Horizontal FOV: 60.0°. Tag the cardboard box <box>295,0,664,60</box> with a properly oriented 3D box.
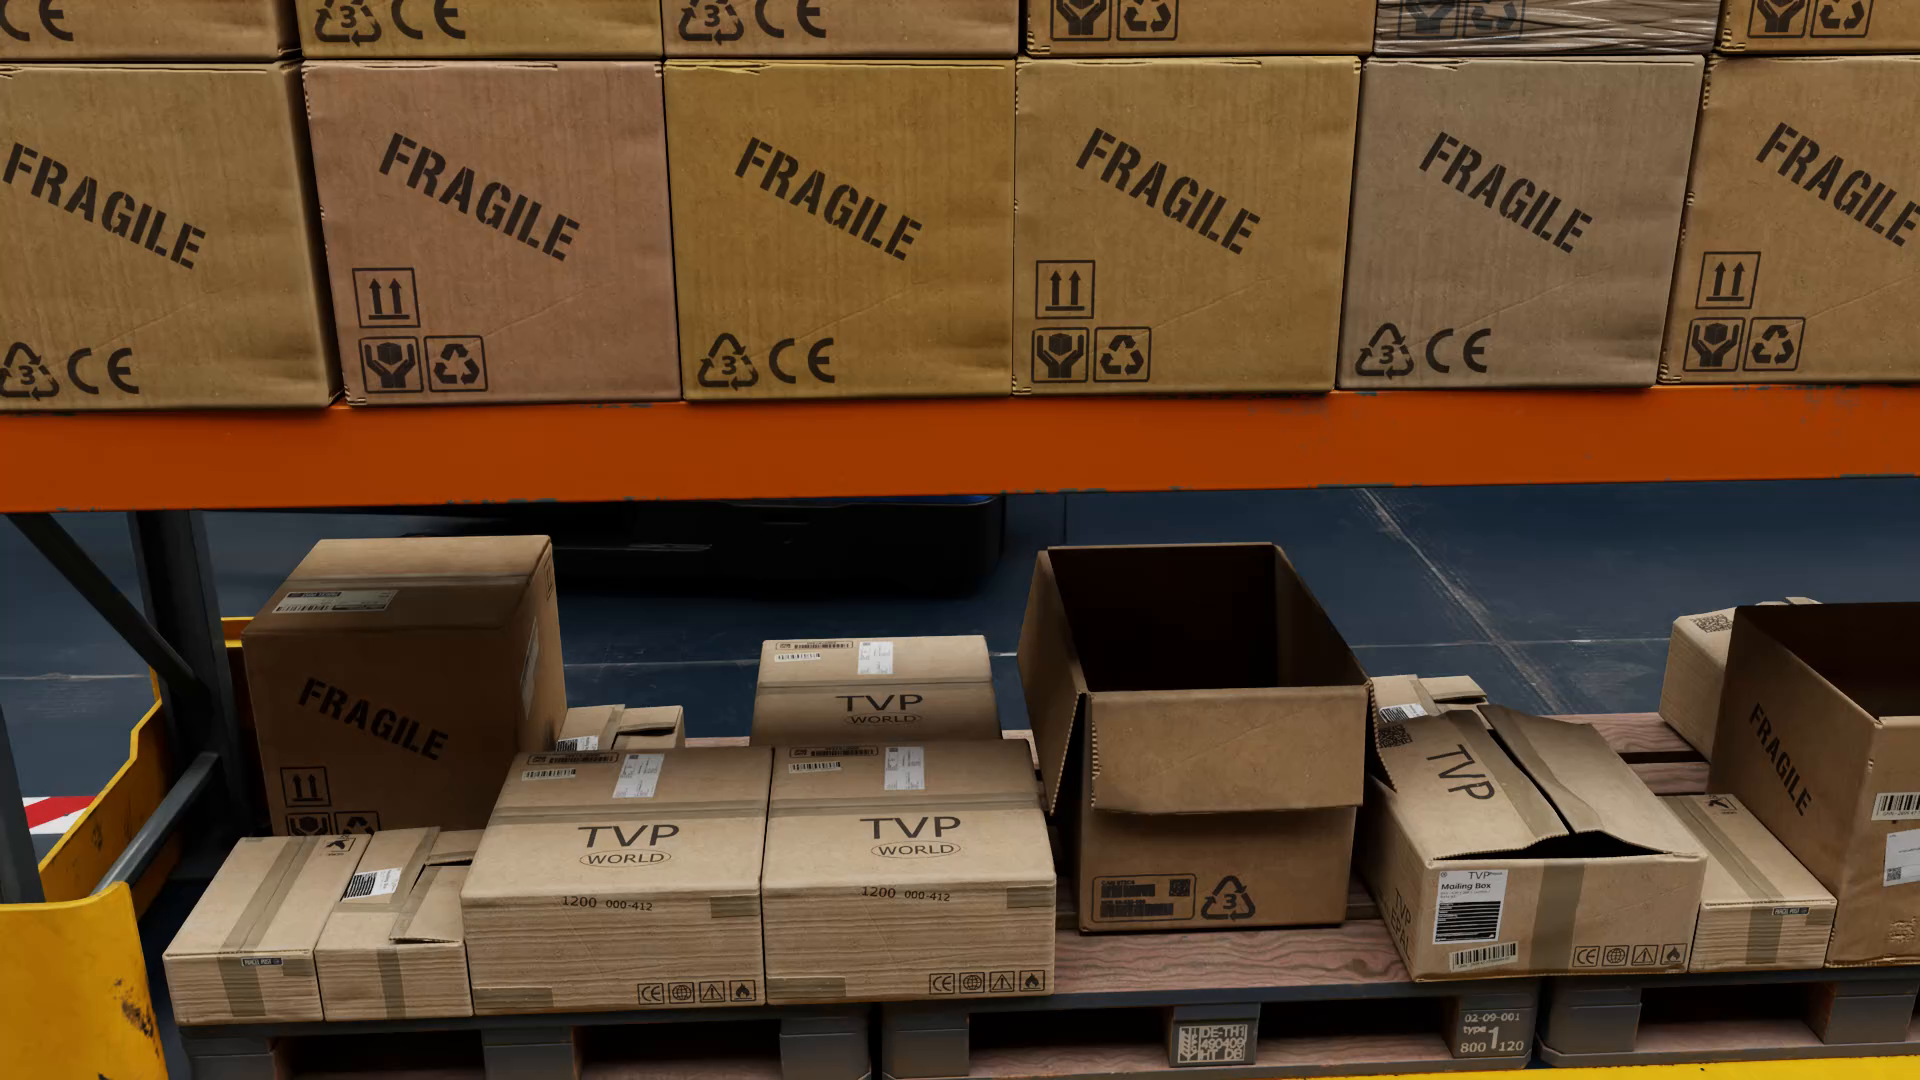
[{"bbox_3d":[-0.678,-0.993,2.467,0.500,0.500,0.500,-1,21,-2],"label":"cardboard box"}]

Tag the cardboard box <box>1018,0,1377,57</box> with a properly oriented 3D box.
[{"bbox_3d":[0.329,-1.012,2.517,0.500,0.500,0.500,-1,21,-4],"label":"cardboard box"}]

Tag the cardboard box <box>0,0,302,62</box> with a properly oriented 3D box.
[{"bbox_3d":[-1.199,-0.979,2.432,0.500,0.500,0.500,-1,21,-1],"label":"cardboard box"}]

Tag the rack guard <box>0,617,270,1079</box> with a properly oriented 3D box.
[{"bbox_3d":[-1.581,0.617,3.299,0.348,0.500,1.175,-1,21,-3],"label":"rack guard"}]

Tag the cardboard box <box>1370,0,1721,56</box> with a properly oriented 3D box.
[{"bbox_3d":[0.832,-1.022,2.543,0.500,0.500,0.500,-1,21,-3],"label":"cardboard box"}]

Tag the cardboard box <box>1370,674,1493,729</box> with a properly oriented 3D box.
[{"bbox_3d":[1.042,0.440,3.613,0.250,0.166,0.380,-1,21,-3],"label":"cardboard box"}]

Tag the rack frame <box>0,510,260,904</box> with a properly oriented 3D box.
[{"bbox_3d":[-1.657,-0.550,2.850,0.127,3.000,1.000,-1,21,-3],"label":"rack frame"}]

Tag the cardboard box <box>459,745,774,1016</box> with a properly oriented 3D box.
[{"bbox_3d":[-0.599,0.609,3.052,0.500,0.250,0.500,-1,21,-3],"label":"cardboard box"}]

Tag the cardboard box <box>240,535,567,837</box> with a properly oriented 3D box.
[{"bbox_3d":[-1.128,0.314,3.475,0.500,0.500,0.500,-1,21,-3],"label":"cardboard box"}]

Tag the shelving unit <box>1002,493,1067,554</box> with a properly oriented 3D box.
[{"bbox_3d":[0.250,-0.415,5.447,0.210,0.900,0.258,1,21,3],"label":"shelving unit"}]

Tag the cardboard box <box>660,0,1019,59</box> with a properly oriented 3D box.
[{"bbox_3d":[-0.178,-1.001,2.489,0.500,0.500,0.500,-1,21,-2],"label":"cardboard box"}]

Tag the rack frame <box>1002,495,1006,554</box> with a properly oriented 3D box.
[{"bbox_3d":[0.149,-0.417,5.452,0.006,0.900,0.240,1,21,3],"label":"rack frame"}]

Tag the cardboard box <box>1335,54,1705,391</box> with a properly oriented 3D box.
[{"bbox_3d":[0.825,-0.555,2.721,0.500,0.500,0.500,-1,21,-2],"label":"cardboard box"}]

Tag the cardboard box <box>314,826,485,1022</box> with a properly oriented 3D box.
[{"bbox_3d":[-0.970,0.677,2.991,0.250,0.166,0.380,-1,21,-3],"label":"cardboard box"}]

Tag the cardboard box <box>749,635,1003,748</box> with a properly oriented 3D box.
[{"bbox_3d":[-0.178,0.422,3.542,0.500,0.250,0.500,-1,21,-3],"label":"cardboard box"}]

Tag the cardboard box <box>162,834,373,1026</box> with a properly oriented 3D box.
[{"bbox_3d":[-1.219,0.690,2.981,0.250,0.149,0.380,-1,21,-3],"label":"cardboard box"}]

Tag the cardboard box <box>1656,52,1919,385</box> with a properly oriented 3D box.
[{"bbox_3d":[1.337,-0.566,2.751,0.500,0.500,0.500,-1,21,-2],"label":"cardboard box"}]

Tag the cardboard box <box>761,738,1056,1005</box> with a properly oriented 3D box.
[{"bbox_3d":[-0.100,0.599,3.079,0.500,0.250,0.500,-1,21,-3],"label":"cardboard box"}]

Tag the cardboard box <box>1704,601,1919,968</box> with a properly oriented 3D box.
[{"bbox_3d":[1.784,0.444,3.135,0.500,0.500,0.500,-1,21,-3],"label":"cardboard box"}]

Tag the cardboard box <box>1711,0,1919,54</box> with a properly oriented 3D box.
[{"bbox_3d":[1.335,-1.032,2.569,0.500,0.500,0.500,-2,21,-4],"label":"cardboard box"}]

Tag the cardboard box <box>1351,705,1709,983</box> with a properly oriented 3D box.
[{"bbox_3d":[1.035,0.547,3.128,0.500,0.311,0.500,-1,21,-3],"label":"cardboard box"}]

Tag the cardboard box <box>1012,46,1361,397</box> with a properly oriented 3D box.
[{"bbox_3d":[0.316,-0.543,2.692,0.500,0.500,0.500,-1,21,-2],"label":"cardboard box"}]

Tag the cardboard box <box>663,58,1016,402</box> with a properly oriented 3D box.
[{"bbox_3d":[-0.183,-0.534,2.666,0.500,0.500,0.500,-1,21,-3],"label":"cardboard box"}]

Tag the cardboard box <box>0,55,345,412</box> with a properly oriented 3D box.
[{"bbox_3d":[-1.199,-0.512,2.610,0.500,0.500,0.500,-1,21,-2],"label":"cardboard box"}]

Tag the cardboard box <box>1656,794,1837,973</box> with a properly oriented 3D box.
[{"bbox_3d":[1.413,0.637,3.121,0.250,0.149,0.380,-1,21,-3],"label":"cardboard box"}]

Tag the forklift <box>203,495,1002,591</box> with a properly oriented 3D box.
[{"bbox_3d":[-1.373,-1.398,5.174,3.031,2.935,1.130,1,21,3],"label":"forklift"}]

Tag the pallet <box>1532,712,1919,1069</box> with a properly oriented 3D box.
[{"bbox_3d":[1.651,0.686,3.524,1.213,0.211,1.003,-1,21,-3],"label":"pallet"}]

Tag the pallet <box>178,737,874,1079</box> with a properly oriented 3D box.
[{"bbox_3d":[-0.785,0.735,3.394,1.213,0.211,1.003,-1,21,-3],"label":"pallet"}]

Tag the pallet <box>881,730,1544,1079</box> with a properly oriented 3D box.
[{"bbox_3d":[0.430,0.711,3.456,1.213,0.211,1.003,-1,21,-3],"label":"pallet"}]

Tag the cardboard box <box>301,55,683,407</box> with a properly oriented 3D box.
[{"bbox_3d":[-0.684,-0.524,2.642,0.500,0.500,0.500,-1,21,-4],"label":"cardboard box"}]

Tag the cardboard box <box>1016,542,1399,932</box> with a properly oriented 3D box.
[{"bbox_3d":[0.461,0.370,3.324,0.637,0.503,0.797,-1,21,-3],"label":"cardboard box"}]

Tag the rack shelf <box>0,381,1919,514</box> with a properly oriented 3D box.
[{"bbox_3d":[0.340,-0.254,3.085,4.000,0.370,1.077,-1,21,-3],"label":"rack shelf"}]

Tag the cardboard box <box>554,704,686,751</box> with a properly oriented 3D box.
[{"bbox_3d":[-0.719,0.494,3.472,0.250,0.166,0.380,-1,21,-3],"label":"cardboard box"}]

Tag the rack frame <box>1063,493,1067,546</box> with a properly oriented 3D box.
[{"bbox_3d":[0.352,-0.413,5.441,0.006,0.900,0.240,1,21,3],"label":"rack frame"}]

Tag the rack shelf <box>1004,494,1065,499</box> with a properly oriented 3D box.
[{"bbox_3d":[0.250,-0.216,5.523,0.200,0.077,0.258,1,21,3],"label":"rack shelf"}]

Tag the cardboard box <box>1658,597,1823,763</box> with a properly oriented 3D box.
[{"bbox_3d":[1.905,0.351,3.643,0.500,0.311,0.500,-1,21,-3],"label":"cardboard box"}]
